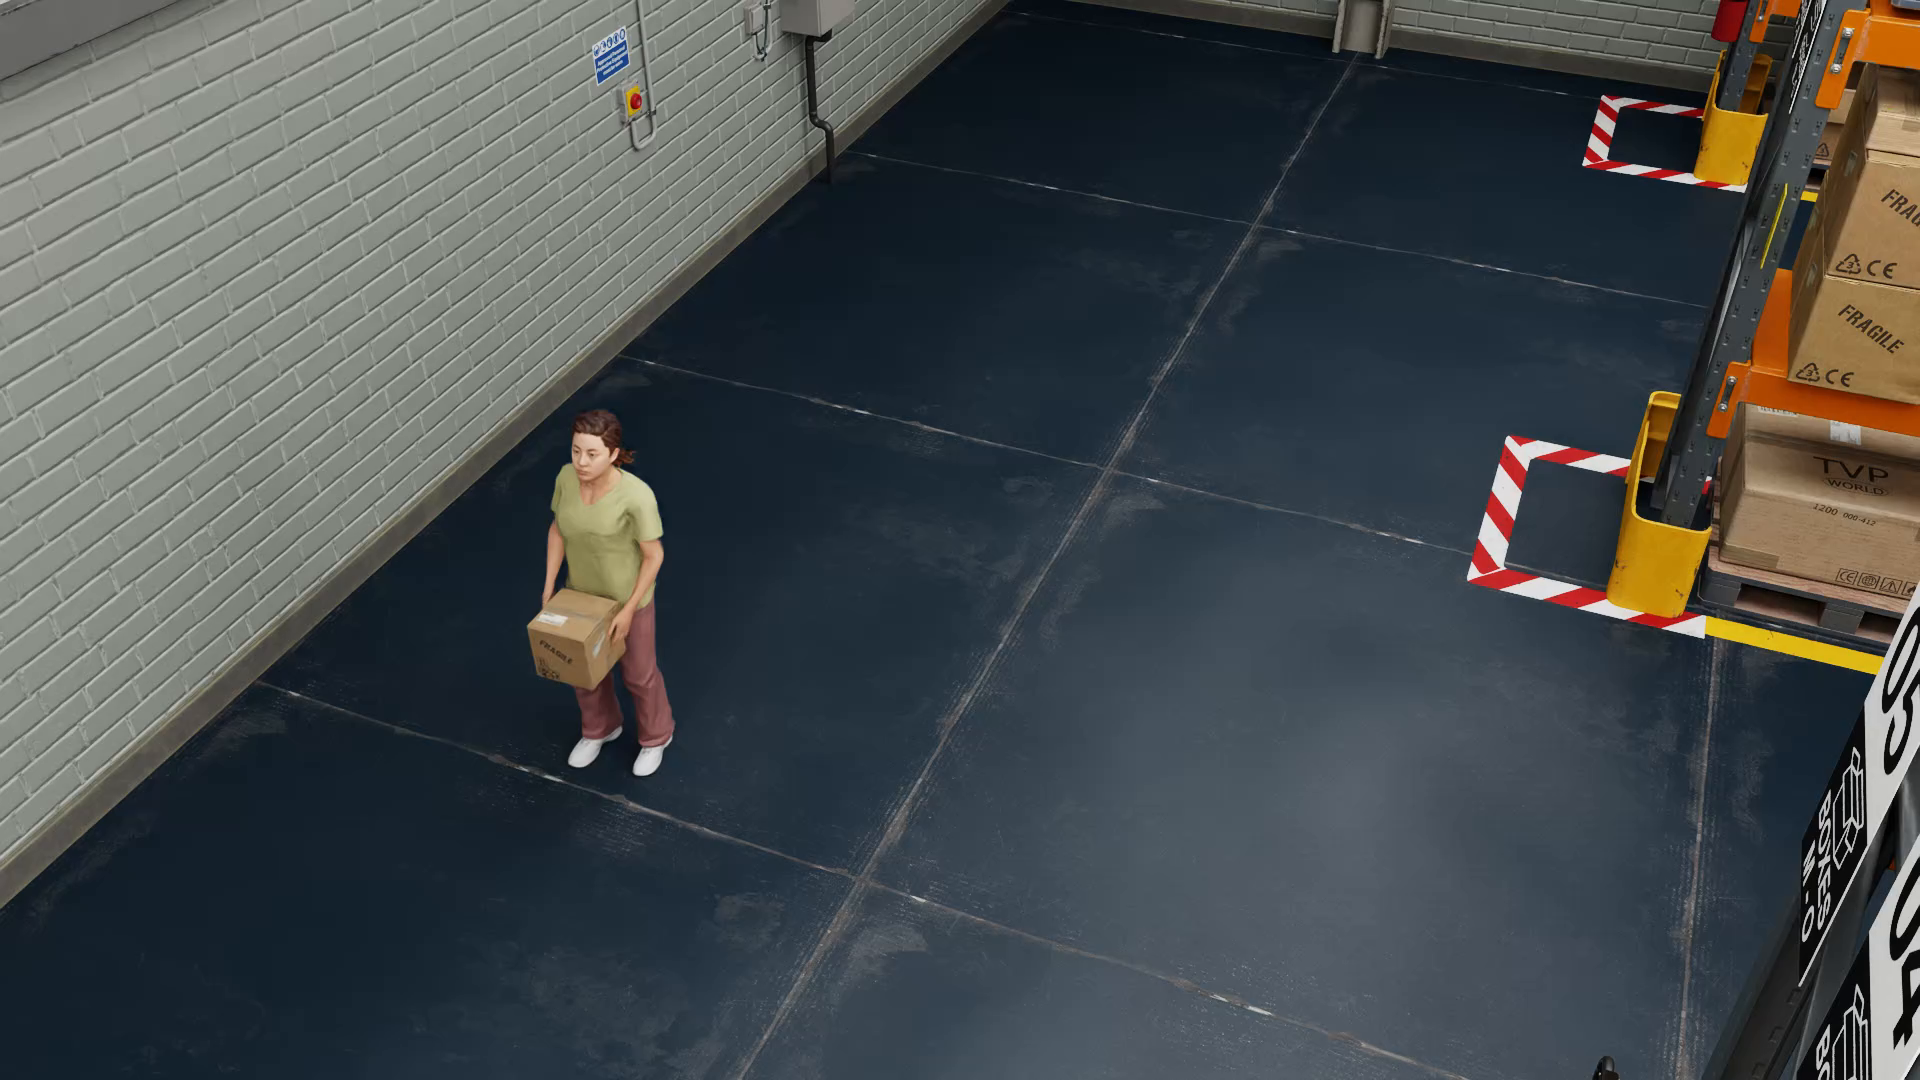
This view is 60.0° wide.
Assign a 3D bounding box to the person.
[{"bbox_3d":[-1.369,0.234,6.519,0.498,1.671,0.422,14,40,18],"label":"person"}]
